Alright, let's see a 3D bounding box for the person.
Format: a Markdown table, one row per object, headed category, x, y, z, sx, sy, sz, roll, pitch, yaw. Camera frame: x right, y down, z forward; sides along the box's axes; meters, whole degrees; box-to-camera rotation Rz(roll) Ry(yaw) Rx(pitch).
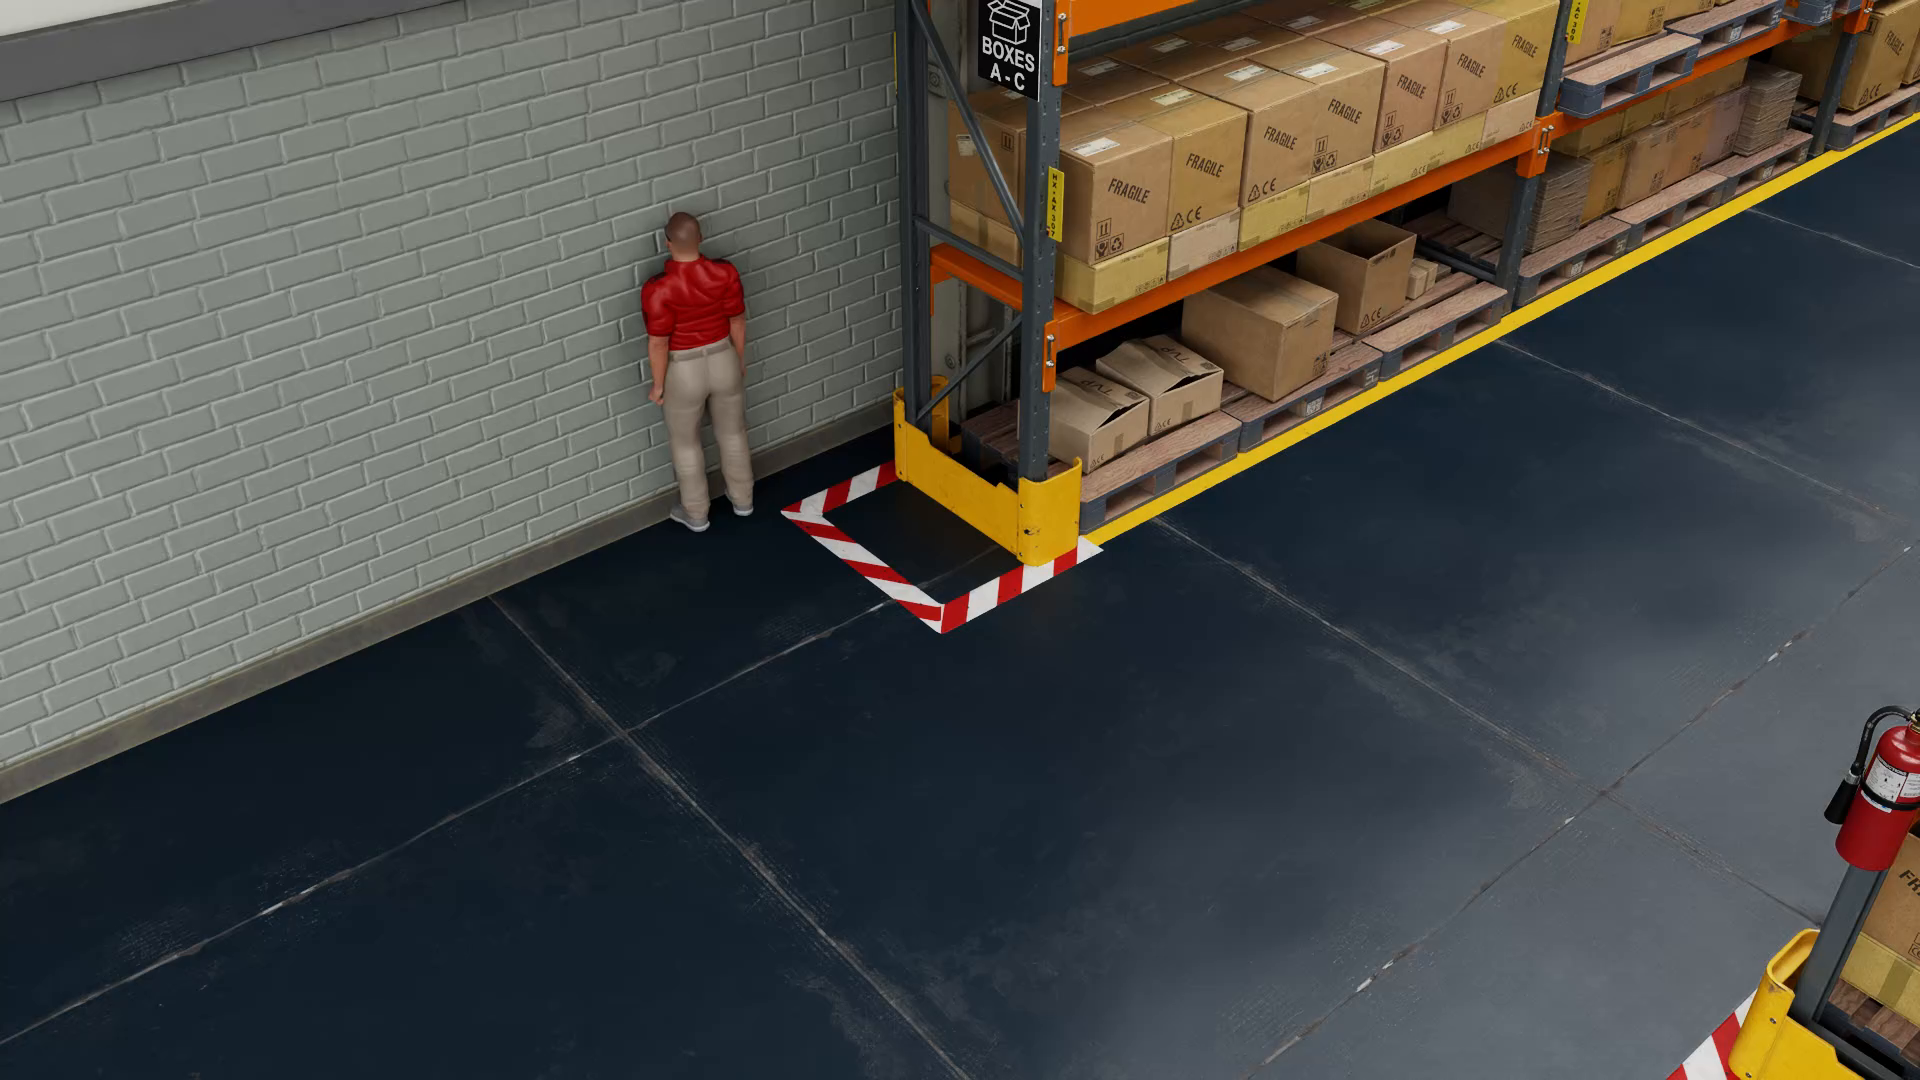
| category | x | y | z | sx | sy | sz | roll | pitch | yaw |
| --- | --- | --- | --- | --- | --- | --- | --- | --- | --- |
| person | -1.310 | -0.838 | 8.262 | 0.523 | 1.728 | 0.381 | -19 | 40 | -25 |
